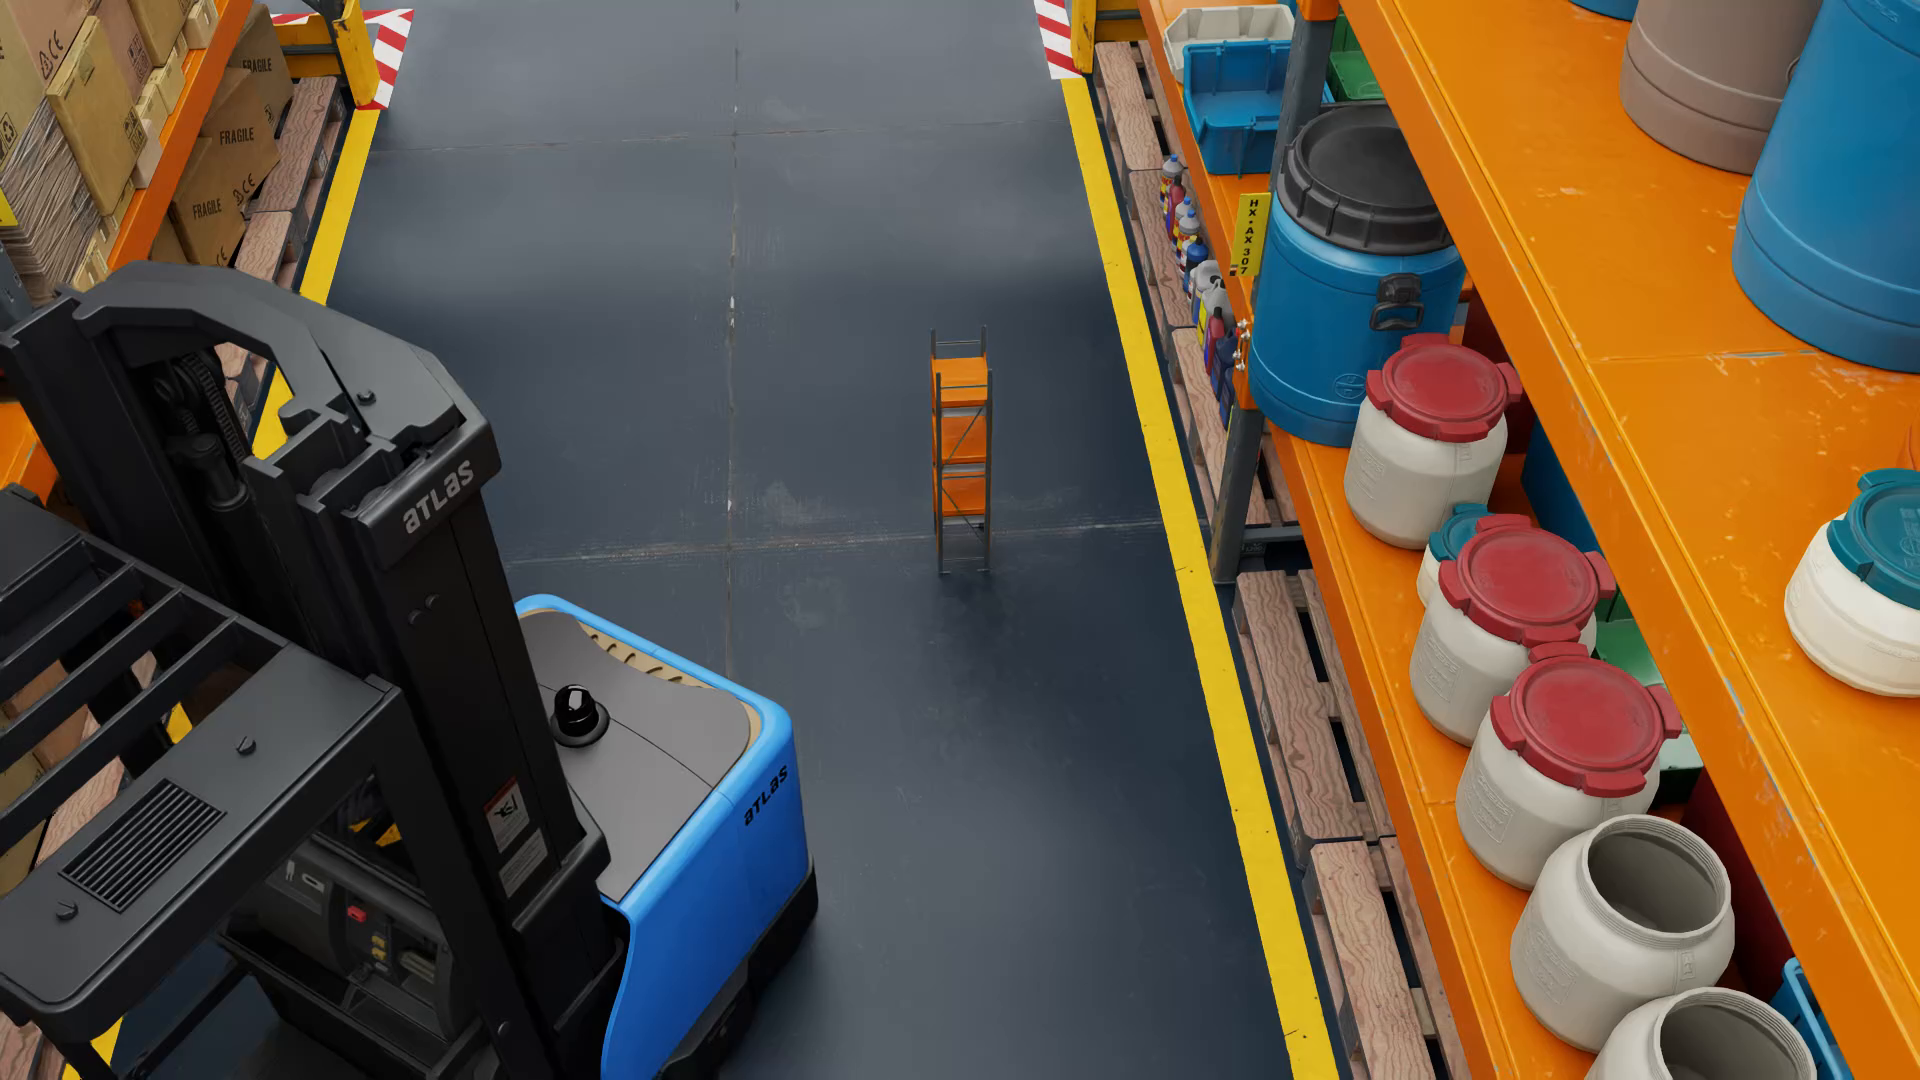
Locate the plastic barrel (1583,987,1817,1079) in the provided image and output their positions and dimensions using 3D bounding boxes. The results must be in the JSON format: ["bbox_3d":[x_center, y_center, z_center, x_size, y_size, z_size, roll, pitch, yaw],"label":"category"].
[{"bbox_3d":[1.532,1.199,3.472,0.421,0.512,0.421,0,47,0],"label":"plastic barrel"}]

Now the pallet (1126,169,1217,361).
[{"bbox_3d":[1.376,-1.340,7.873,1.003,0.211,1.213,-3,47,-3],"label":"pallet"}]

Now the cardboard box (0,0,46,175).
[{"bbox_3d":[-3.224,-1.446,5.091,0.500,0.500,0.500,-3,47,-3],"label":"cardboard box"}]

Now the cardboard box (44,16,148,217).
[{"bbox_3d":[-3.423,-1.454,5.788,0.875,0.500,0.500,-3,47,-3],"label":"cardboard box"}]

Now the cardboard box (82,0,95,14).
[{"bbox_3d":[-3.309,-2.169,5.776,0.500,0.500,0.500,-3,47,-3],"label":"cardboard box"}]

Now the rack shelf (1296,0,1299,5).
[{"bbox_3d":[1.328,-3.156,6.103,1.077,0.370,4.000,-3,47,-3],"label":"rack shelf"}]

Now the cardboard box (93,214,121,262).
[{"bbox_3d":[-3.215,-1.073,5.873,0.380,0.149,0.250,-3,47,-3],"label":"cardboard box"}]

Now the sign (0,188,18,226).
[{"bbox_3d":[-2.887,-1.059,4.889,0.100,0.325,0.005,-3,47,-3],"label":"sign"}]

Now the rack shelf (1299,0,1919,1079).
[{"bbox_3d":[1.663,-0.262,3.362,1.077,0.370,4.000,-3,47,-3],"label":"rack shelf"}]

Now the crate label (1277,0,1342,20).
[{"bbox_3d":[1.584,-2.516,7.043,0.502,0.435,0.616,-3,47,-3],"label":"crate label"}]

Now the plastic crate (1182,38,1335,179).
[{"bbox_3d":[1.133,-1.658,6.357,0.499,0.251,0.616,-3,47,-3],"label":"plastic crate"}]

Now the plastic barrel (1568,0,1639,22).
[{"bbox_3d":[1.755,-1.774,3.953,0.600,0.901,0.708,-3,47,-3],"label":"plastic barrel"}]

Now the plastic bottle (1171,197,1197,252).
[{"bbox_3d":[1.031,-1.454,7.637,0.097,0.271,0.097,0,47,0],"label":"plastic bottle"}]

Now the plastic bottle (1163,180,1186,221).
[{"bbox_3d":[1.011,-1.603,7.826,0.097,0.201,0.097,0,47,0],"label":"plastic bottle"}]

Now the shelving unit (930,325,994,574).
[{"bbox_3d":[0.004,-0.322,6.332,0.215,1.050,0.252,-3,47,-3],"label":"shelving unit"}]

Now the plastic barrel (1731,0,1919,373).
[{"bbox_3d":[1.864,-0.828,3.057,0.600,0.901,0.708,-3,47,-3],"label":"plastic barrel"}]

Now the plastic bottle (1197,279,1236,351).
[{"bbox_3d":[1.112,-0.987,7.140,0.144,0.351,0.185,-4,47,-4],"label":"plastic bottle"}]

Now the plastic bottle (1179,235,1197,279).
[{"bbox_3d":[1.047,-1.286,7.526,0.097,0.201,0.097,0,47,0],"label":"plastic bottle"}]

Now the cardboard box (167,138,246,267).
[{"bbox_3d":[-3.621,-1.466,7.505,0.500,0.500,0.500,0,47,0],"label":"cardboard box"}]

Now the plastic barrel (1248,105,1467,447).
[{"bbox_3d":[1.226,-0.800,5.096,0.600,0.901,0.708,-3,47,-3],"label":"plastic barrel"}]

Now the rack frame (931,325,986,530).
[{"bbox_3d":[-0.006,-0.411,6.416,0.200,1.050,0.008,-3,47,-3],"label":"rack frame"}]

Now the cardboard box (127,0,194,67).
[{"bbox_3d":[-3.566,-2.174,6.469,0.875,0.500,0.500,-3,47,-3],"label":"cardboard box"}]

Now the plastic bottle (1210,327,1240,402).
[{"bbox_3d":[1.139,-0.753,6.919,0.144,0.351,0.185,-6,47,-5],"label":"plastic bottle"}]

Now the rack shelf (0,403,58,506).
[{"bbox_3d":[-3.272,1.070,4.166,1.077,0.370,4.000,-3,47,-3],"label":"rack shelf"}]

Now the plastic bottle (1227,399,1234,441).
[{"bbox_3d":[1.127,-0.471,6.698,0.061,0.283,0.133,-1,47,-1],"label":"plastic bottle"}]

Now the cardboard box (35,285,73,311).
[{"bbox_3d":[-3.158,-0.712,5.531,0.380,0.149,0.250,-3,47,-3],"label":"cardboard box"}]

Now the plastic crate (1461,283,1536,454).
[{"bbox_3d":[1.841,-0.616,5.223,0.402,0.464,0.583,-3,47,-3],"label":"plastic crate"}]

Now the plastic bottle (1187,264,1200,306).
[{"bbox_3d":[1.065,-1.137,7.385,0.097,0.201,0.097,0,47,0],"label":"plastic bottle"}]

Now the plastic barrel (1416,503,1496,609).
[{"bbox_3d":[1.454,0.089,4.695,0.301,0.262,0.301,0,47,0],"label":"plastic barrel"}]

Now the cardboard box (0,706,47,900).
[{"bbox_3d":[-3.389,0.876,5.273,0.700,0.500,0.500,-4,47,-4],"label":"cardboard box"}]

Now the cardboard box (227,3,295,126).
[{"bbox_3d":[-3.739,-2.350,8.342,0.500,0.500,0.500,4,47,4],"label":"cardboard box"}]

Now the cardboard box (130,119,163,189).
[{"bbox_3d":[-3.225,-1.436,6.217,0.380,0.149,0.250,-3,47,-3],"label":"cardboard box"}]

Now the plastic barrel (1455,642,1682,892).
[{"bbox_3d":[1.455,0.577,4.044,0.433,0.535,0.433,0,47,0],"label":"plastic barrel"}]

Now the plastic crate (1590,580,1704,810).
[{"bbox_3d":[1.923,0.390,4.460,0.450,0.188,0.662,-3,47,-3],"label":"plastic crate"}]

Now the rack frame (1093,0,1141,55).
[{"bbox_3d":[1.161,-3.819,8.301,1.000,3.000,0.127,-3,47,-3],"label":"rack frame"}]

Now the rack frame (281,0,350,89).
[{"bbox_3d":[-3.775,-3.518,8.016,1.000,3.000,0.127,-3,47,-3],"label":"rack frame"}]

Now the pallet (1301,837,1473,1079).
[{"bbox_3d":[1.705,1.484,5.199,1.003,0.211,1.213,-3,47,-3],"label":"pallet"}]

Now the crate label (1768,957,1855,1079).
[{"bbox_3d":[2.017,1.221,3.503,0.502,0.435,0.616,-3,47,-3],"label":"crate label"}]

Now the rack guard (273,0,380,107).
[{"bbox_3d":[-3.768,-2.604,8.872,1.175,0.500,0.348,-3,47,-3],"label":"rack guard"}]

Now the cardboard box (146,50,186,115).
[{"bbox_3d":[-3.297,-1.796,6.558,0.380,0.149,0.250,-3,47,-3],"label":"cardboard box"}]

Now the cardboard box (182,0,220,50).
[{"bbox_3d":[-3.315,-2.159,6.902,0.380,0.149,0.250,-3,47,-3],"label":"cardboard box"}]

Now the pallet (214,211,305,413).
[{"bbox_3d":[-3.637,-1.034,7.584,1.003,0.211,1.213,-3,47,-3],"label":"pallet"}]

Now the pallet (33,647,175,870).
[{"bbox_3d":[-3.373,0.898,5.754,1.003,0.211,1.213,-3,47,-3],"label":"pallet"}]

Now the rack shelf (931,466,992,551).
[{"bbox_3d":[0.004,-0.124,6.542,0.215,0.259,0.240,-3,47,-3],"label":"rack shelf"}]

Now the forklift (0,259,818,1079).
[{"bbox_3d":[-1.649,0.974,3.809,1.130,2.935,3.031,23,51,20],"label":"forklift"}]

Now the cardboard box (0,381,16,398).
[{"bbox_3d":[-3.489,-0.615,6.699,0.500,0.500,0.500,10,47,9],"label":"cardboard box"}]

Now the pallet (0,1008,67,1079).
[{"bbox_3d":[-3.268,1.782,4.916,1.003,0.211,1.213,-3,47,-3],"label":"pallet"}]
